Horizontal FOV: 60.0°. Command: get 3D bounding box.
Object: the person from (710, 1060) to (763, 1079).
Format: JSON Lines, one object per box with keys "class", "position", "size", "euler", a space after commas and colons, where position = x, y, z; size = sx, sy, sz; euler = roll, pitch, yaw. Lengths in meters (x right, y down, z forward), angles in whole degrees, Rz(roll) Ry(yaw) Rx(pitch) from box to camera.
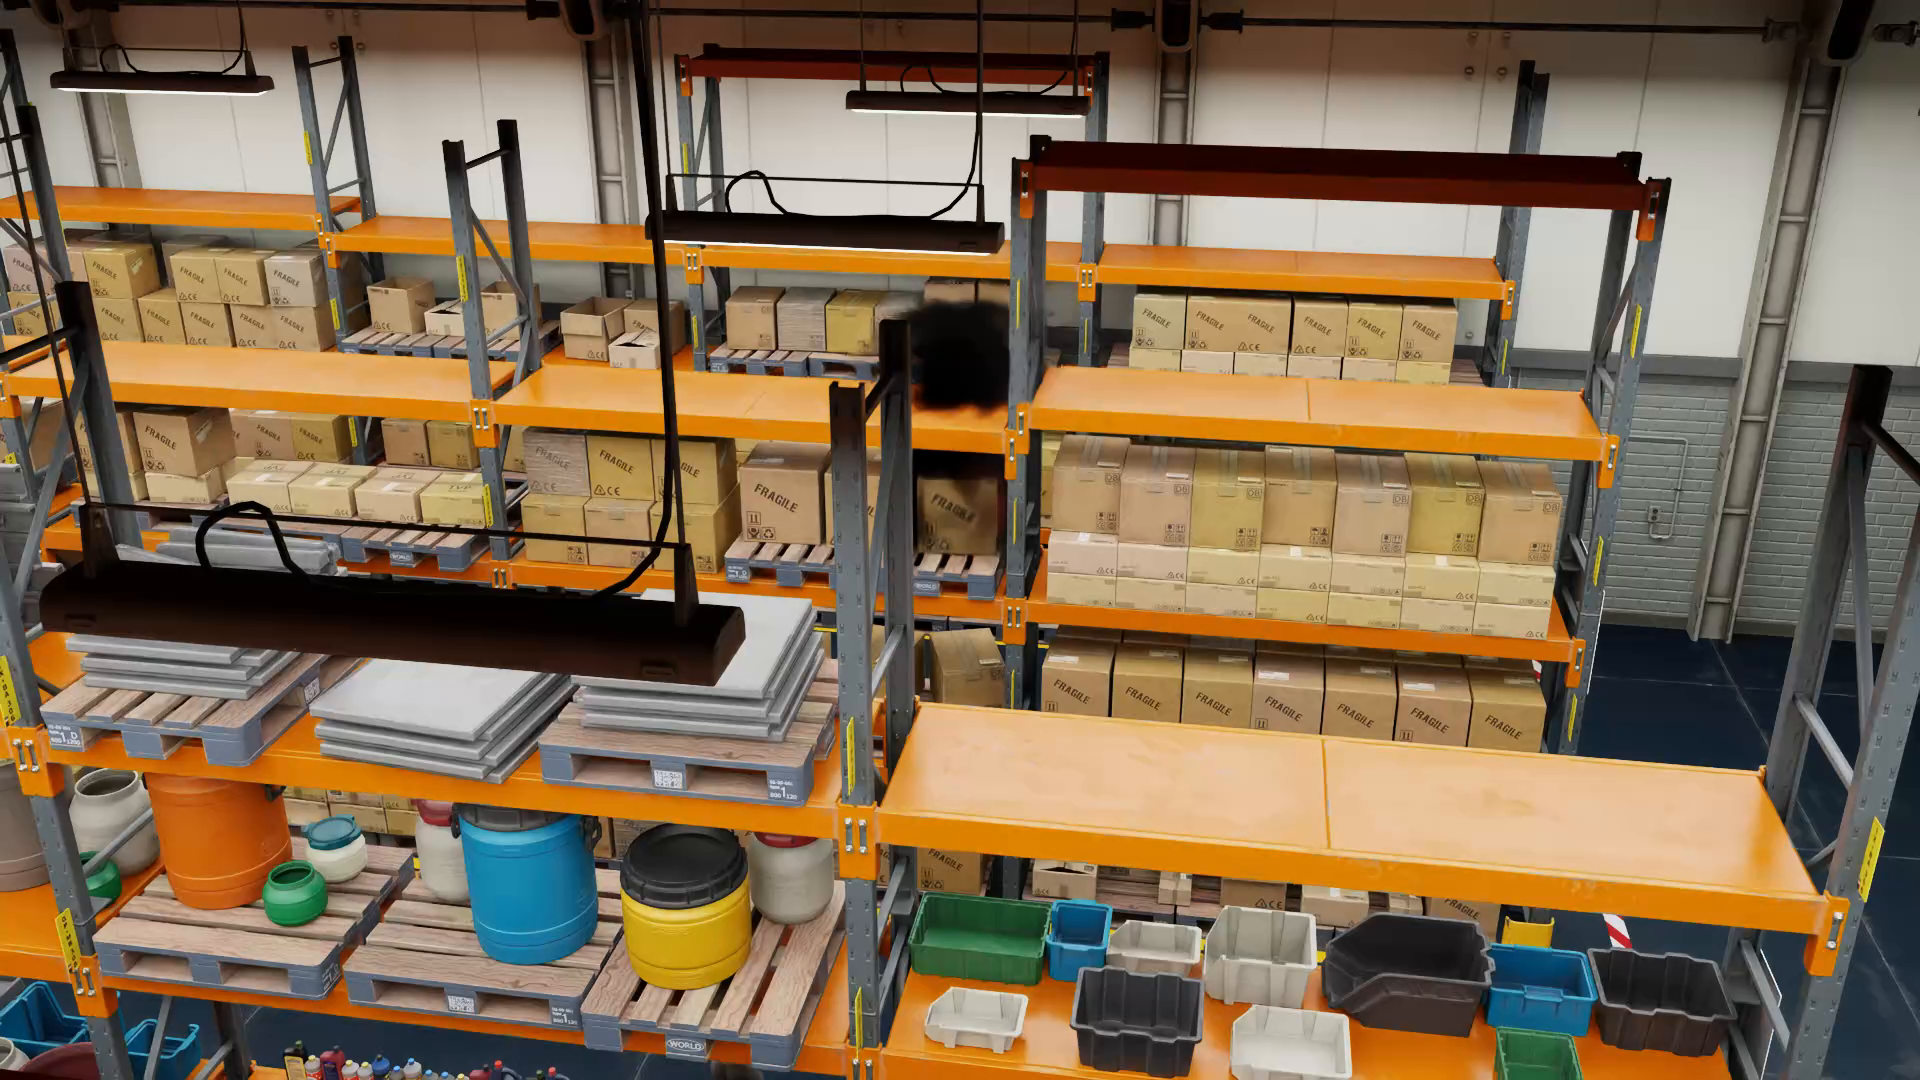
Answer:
{"class": "person", "position": [-1.359, 3.252, 10.561], "size": [0.708, 1.768, 0.590], "euler": [6, 24, 15]}
